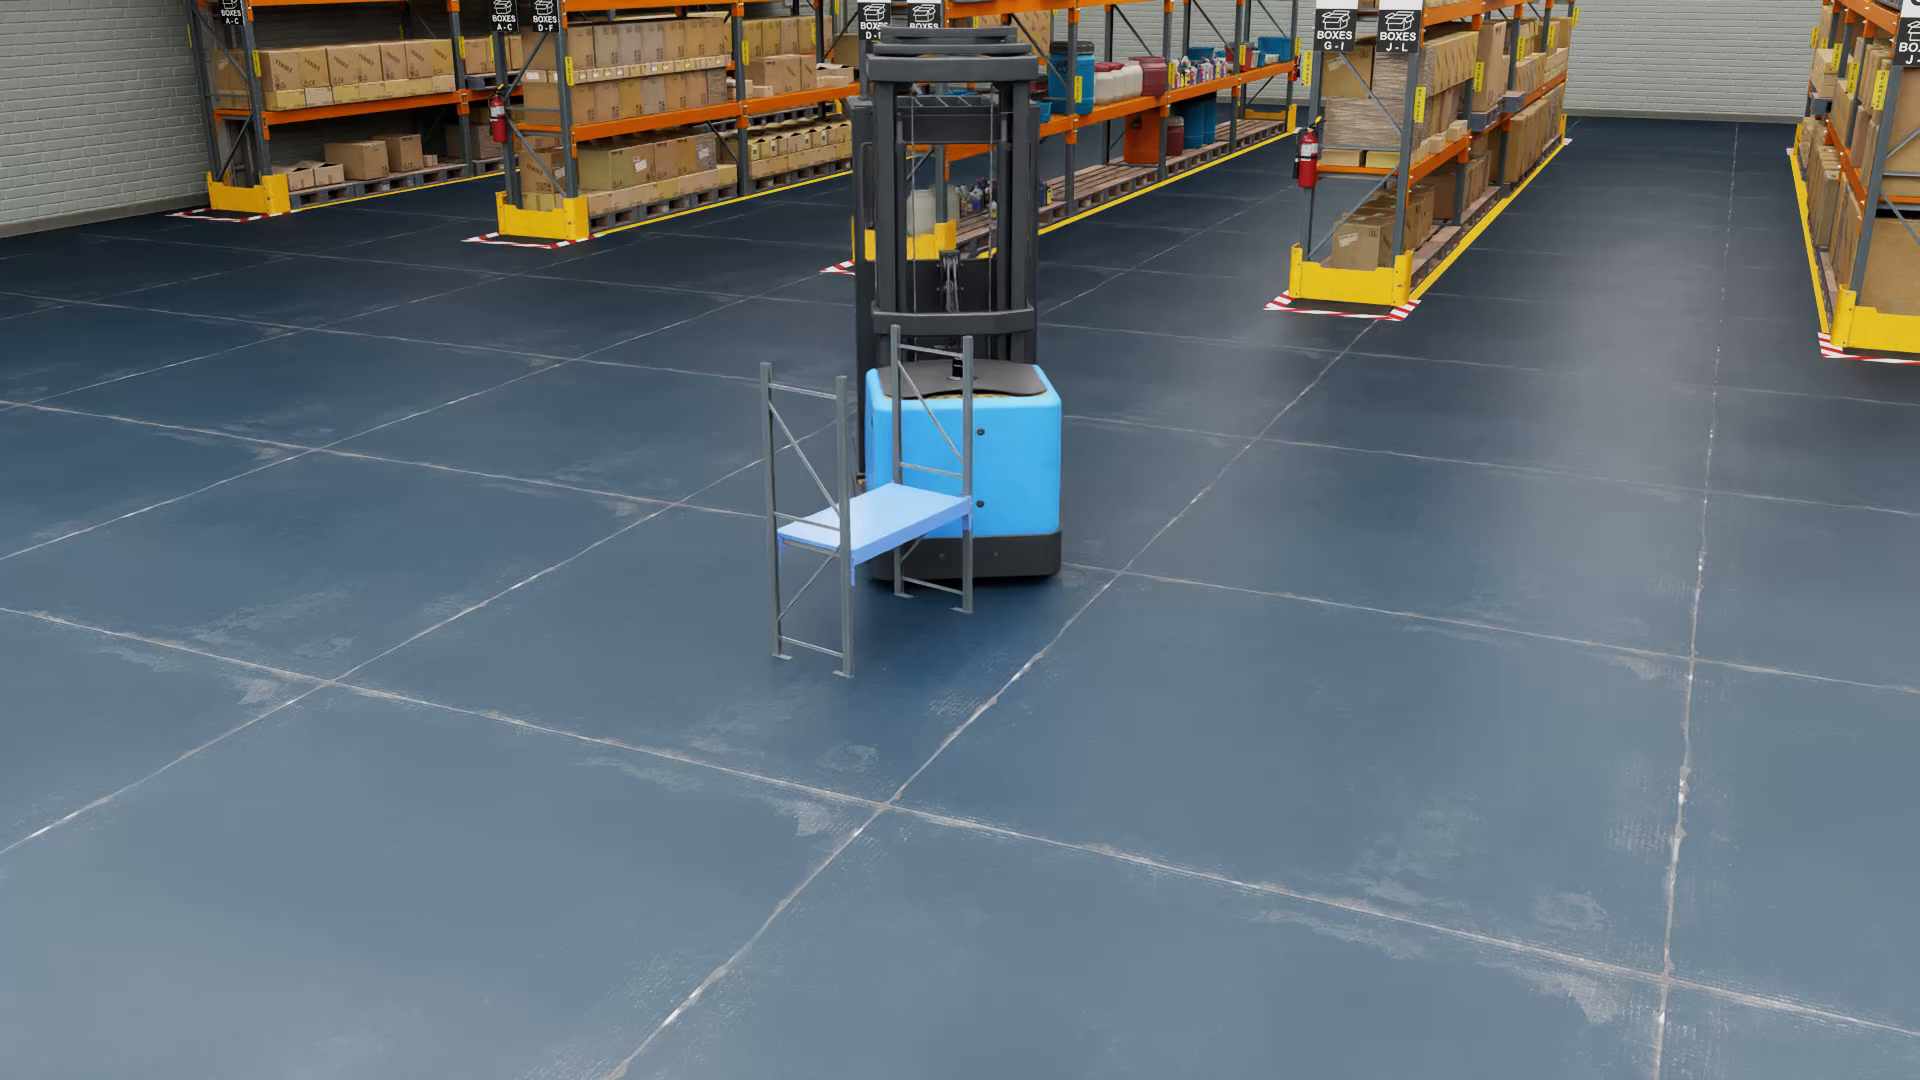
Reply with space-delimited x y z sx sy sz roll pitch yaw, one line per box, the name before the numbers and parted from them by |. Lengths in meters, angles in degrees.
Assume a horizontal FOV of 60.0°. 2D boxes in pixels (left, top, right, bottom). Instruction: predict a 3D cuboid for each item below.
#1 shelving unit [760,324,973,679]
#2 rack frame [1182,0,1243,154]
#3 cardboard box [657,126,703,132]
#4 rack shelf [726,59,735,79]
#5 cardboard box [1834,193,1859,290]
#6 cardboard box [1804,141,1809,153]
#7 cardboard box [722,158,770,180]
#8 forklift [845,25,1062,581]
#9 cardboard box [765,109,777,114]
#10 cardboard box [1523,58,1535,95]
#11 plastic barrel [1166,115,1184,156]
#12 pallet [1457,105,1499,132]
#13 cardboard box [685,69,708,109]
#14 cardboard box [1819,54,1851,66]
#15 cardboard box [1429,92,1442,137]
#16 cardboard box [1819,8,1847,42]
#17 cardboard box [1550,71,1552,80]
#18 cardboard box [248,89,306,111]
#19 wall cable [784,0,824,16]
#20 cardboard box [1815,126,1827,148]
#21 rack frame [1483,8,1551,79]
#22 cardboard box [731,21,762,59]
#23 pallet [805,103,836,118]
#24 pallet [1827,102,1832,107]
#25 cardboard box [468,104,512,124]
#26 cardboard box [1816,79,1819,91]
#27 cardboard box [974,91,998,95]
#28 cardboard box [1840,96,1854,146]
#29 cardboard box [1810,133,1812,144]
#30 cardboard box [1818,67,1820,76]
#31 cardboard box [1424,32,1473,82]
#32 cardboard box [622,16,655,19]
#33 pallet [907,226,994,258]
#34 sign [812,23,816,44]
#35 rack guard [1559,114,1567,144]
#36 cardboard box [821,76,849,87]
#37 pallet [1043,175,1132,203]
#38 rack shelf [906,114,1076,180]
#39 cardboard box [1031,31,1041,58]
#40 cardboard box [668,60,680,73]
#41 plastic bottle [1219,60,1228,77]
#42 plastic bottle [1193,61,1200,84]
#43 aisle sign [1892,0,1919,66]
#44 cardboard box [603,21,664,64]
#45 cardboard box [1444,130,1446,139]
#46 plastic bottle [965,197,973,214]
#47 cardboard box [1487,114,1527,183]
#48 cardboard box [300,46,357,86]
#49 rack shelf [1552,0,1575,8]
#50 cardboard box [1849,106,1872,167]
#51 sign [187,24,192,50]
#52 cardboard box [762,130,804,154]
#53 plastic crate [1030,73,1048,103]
shelving unit | -0.438 -0.222 8.355 0.538 1.500 1.048 13 23 33
rack frame | 4.296 -8.182 28.499 1.000 3.000 0.127 9 21 23
cardboard box | -3.973 -5.574 23.524 0.500 0.500 0.500 9 21 23
rack shelf | -5.562 -8.591 30.723 1.077 0.370 4.000 9 21 23
cardboard box | 8.960 -2.805 15.924 0.875 0.875 0.875 8 21 22
cardboard box | 13.330 -6.094 25.813 0.380 0.149 0.250 8 21 21
cardboard box | -3.107 -5.409 24.178 0.500 0.250 0.500 8 21 21
forklift | -0.112 -1.608 10.116 1.130 2.935 3.031 -2 20 -6
cardboard box | -4.134 -8.929 33.704 0.700 0.500 0.500 8 21 22
cardboard box | 8.246 -6.906 24.761 0.500 0.500 0.500 9 21 23
plastic barrel | 3.305 -6.518 26.792 0.600 0.588 0.708 9 21 23
pallet | 5.984 -5.180 20.344 1.003 0.211 1.213 9 21 23
cardboard box | -3.884 -6.166 22.680 0.700 0.500 0.500 8 21 22
cardboard box | 12.081 -6.615 22.953 0.380 0.149 0.250 9 22 24
cardboard box | 4.705 -4.653 17.983 0.875 0.500 0.500 9 21 23
cardboard box | 13.870 -8.104 26.194 0.500 0.500 0.500 8 21 21
cardboard box | 9.560 -7.670 27.435 0.380 0.149 0.250 8 21 21
cardboard box | -9.167 -5.917 22.325 0.500 0.250 0.500 8 21 21
wall cable | -3.443 -11.764 37.055 0.084 1.984 1.851 9 21 23
cardboard box | 12.326 -5.656 23.382 0.500 0.250 0.500 9 22 25
rack frame | 8.814 -7.502 26.588 1.000 3.000 0.127 9 21 23
cardboard box | -4.506 -9.846 32.731 0.980 0.700 0.700 9 21 24
pallet | -3.361 -9.195 35.509 1.003 0.211 1.213 9 21 23
pallet | 12.433 -6.089 22.899 1.003 0.211 1.213 9 21 23
cardboard box | -7.555 -6.841 26.683 0.500 0.250 0.500 8 21 22
cardboard box | 11.865 -6.174 22.601 0.380 0.149 0.250 8 21 20
cardboard box | 0.543 -8.469 32.375 0.797 0.503 0.637 9 21 23
cardboard box | 9.992 -4.589 18.246 0.500 0.500 0.500 8 21 22
cardboard box | 13.275 -6.154 25.536 0.380 0.149 0.250 9 21 23
cardboard box | 11.973 -6.396 22.781 0.380 0.149 0.250 9 22 24
cardboard box | 5.402 -5.387 18.554 0.500 0.500 0.500 9 21 23
cardboard box | -5.740 -9.136 29.440 0.500 0.250 0.500 8 21 22
pallet | -0.293 -3.477 19.431 1.003 0.211 1.213 9 21 23
sign | -2.359 -8.220 26.995 0.100 0.325 0.005 9 21 23
rack guard | 10.462 -7.555 30.466 1.175 0.500 0.348 9 21 23
cardboard box | -1.976 -7.209 26.137 0.380 0.149 0.250 9 21 23
pallet | 1.804 -5.042 23.832 1.003 0.211 1.213 9 21 23
rack shelf | 0.201 -4.786 20.024 1.077 0.370 4.000 9 21 23
cardboard box | 1.272 -9.799 32.897 0.500 0.500 0.500 9 21 23
cardboard box | -3.935 -6.269 22.004 0.380 0.149 0.250 9 22 24
plastic bottle | 4.429 -7.959 28.056 0.152 0.276 0.135 9 21 23
plastic bottle | 3.767 -7.496 26.644 0.144 0.351 0.185 9 21 23
aisle sign | 8.081 -4.367 13.892 0.394 0.787 0.004 9 21 23
cardboard box | -4.290 -6.479 21.624 0.700 0.500 0.500 9 21 23
cardboard box | 5.161 -4.457 18.400 0.380 0.149 0.250 9 21 23
plastic bottle | 0.111 -4.188 20.787 0.097 0.201 0.097 0 20 0
cardboard box | 7.478 -5.684 24.020 1.225 0.875 0.875 8 21 20
cardboard box | -8.758 -6.577 23.060 0.500 0.500 0.500 8 21 21
rack shelf | 9.633 -9.188 27.925 1.077 0.370 4.000 9 21 23
cardboard box | 9.349 -3.981 16.464 0.875 0.550 0.550 9 21 23
sign | -10.155 -6.650 21.991 0.100 0.325 0.005 9 21 23
cardboard box | -2.681 -5.987 24.966 0.500 0.311 0.500 8 21 21
plastic crate | 0.939 -5.957 22.146 0.402 0.464 0.583 9 21 23
